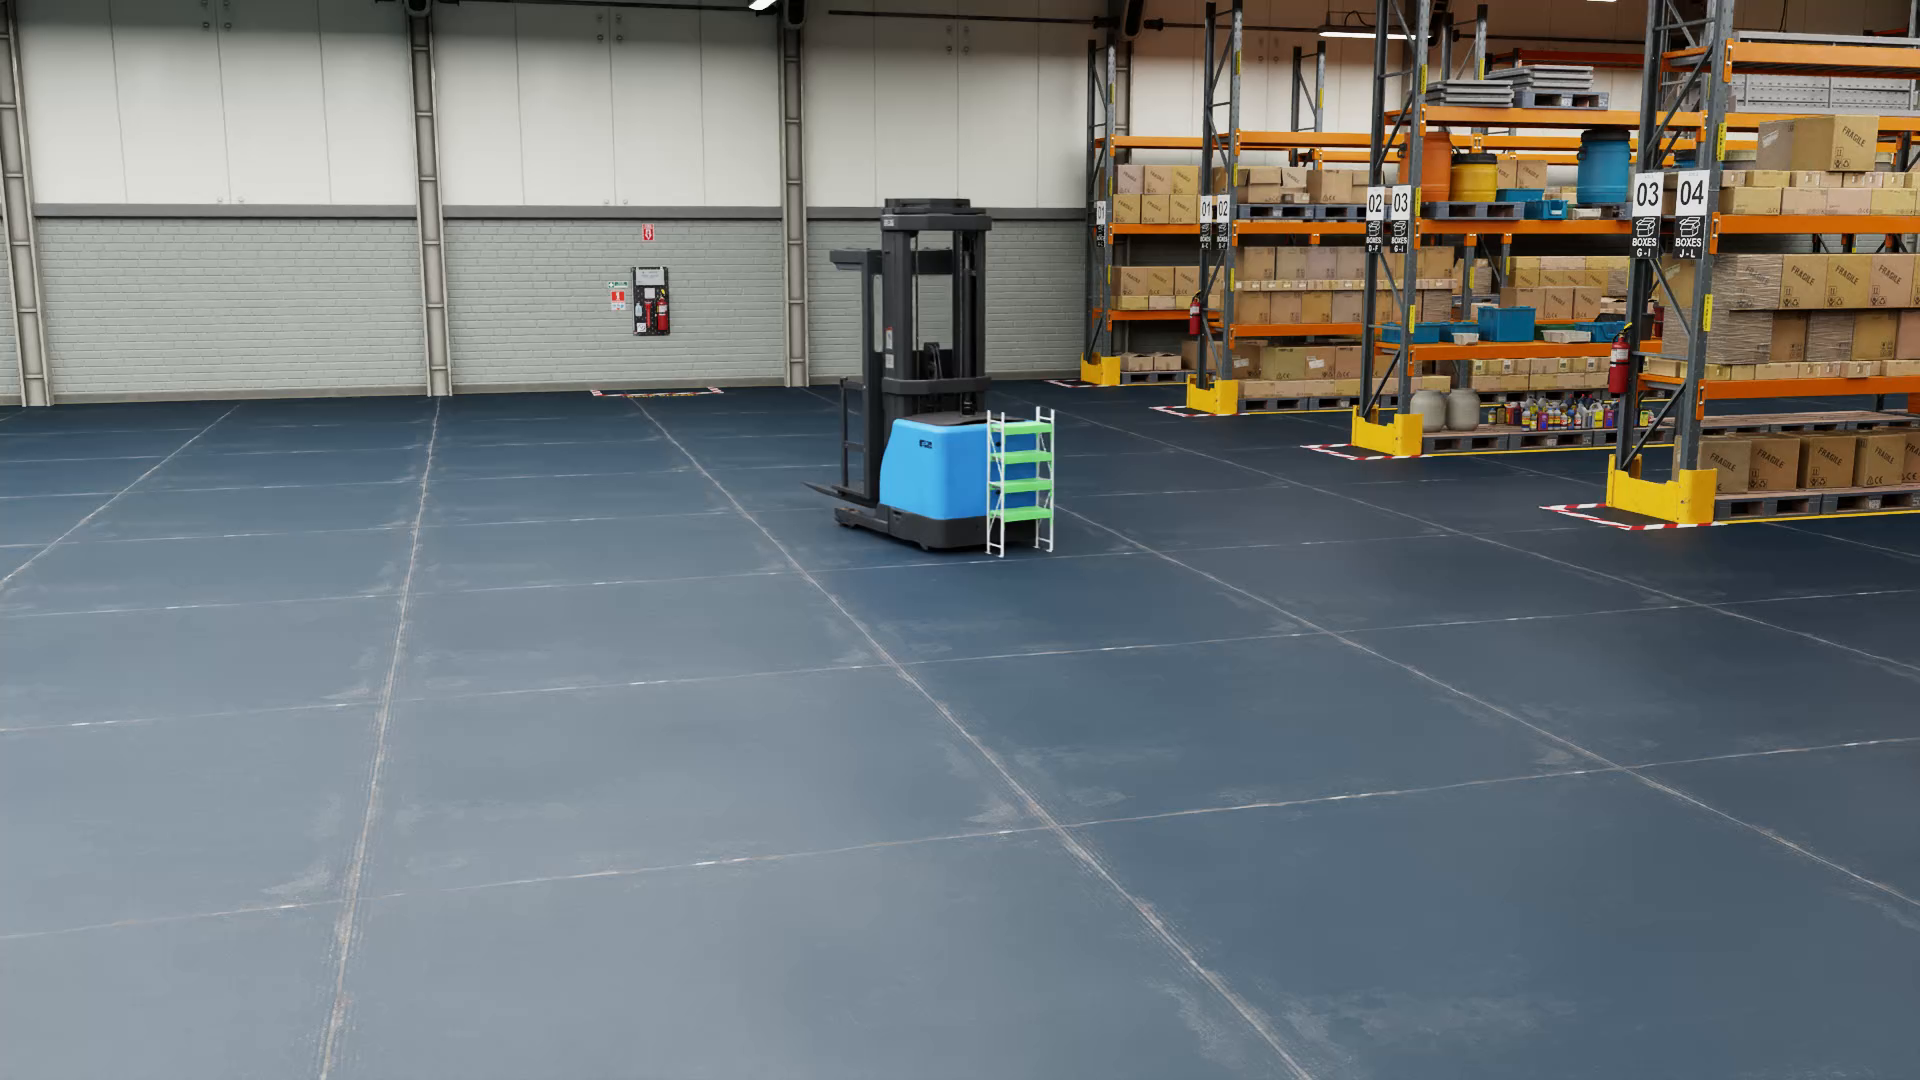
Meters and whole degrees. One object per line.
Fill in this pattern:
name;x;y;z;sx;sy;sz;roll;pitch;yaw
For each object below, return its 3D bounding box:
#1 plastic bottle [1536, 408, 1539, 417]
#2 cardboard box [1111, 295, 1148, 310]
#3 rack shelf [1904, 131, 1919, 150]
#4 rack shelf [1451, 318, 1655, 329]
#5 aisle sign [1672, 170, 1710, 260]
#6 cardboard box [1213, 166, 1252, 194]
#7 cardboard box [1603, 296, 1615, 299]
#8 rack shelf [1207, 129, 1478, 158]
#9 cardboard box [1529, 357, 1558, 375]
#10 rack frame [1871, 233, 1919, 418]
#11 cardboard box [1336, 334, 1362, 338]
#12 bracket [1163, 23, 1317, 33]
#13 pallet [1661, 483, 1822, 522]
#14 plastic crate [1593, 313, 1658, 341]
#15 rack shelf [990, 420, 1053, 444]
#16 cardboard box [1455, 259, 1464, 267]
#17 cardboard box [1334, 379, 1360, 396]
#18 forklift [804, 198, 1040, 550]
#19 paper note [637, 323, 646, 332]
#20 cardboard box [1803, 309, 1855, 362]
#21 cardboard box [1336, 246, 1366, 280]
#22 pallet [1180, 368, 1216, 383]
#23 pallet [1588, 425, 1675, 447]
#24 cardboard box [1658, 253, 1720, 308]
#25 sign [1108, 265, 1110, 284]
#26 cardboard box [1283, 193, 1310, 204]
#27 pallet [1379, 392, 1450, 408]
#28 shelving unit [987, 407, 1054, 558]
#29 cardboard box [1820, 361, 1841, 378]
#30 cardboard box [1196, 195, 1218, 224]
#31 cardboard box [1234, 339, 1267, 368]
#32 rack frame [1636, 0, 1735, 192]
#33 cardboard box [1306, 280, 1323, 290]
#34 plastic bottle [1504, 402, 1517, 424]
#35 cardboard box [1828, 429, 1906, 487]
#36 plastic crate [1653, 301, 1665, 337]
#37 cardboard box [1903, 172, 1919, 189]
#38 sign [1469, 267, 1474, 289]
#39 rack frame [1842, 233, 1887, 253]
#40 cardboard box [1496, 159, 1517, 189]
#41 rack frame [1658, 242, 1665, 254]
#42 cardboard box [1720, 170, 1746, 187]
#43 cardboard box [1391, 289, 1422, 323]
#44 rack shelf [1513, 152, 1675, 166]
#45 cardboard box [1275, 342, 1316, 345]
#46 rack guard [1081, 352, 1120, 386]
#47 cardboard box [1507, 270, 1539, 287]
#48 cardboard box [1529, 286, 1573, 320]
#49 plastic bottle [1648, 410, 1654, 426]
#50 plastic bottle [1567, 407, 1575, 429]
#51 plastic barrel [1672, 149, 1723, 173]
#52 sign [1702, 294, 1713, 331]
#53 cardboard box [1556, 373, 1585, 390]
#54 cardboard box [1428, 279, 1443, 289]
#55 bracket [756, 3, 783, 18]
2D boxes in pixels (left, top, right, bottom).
plastic bottle;7.478;-1.599;21.462;0.097;0.201;0.097;0;10;0
cardboard box;3.009;-4.212;29.502;0.500;0.250;0.500;-3;11;-18
rack shelf;14.823;-5.491;22.608;4.000;0.370;1.077;-3;11;-16
rack shelf;9.601;-3.396;26.694;4.000;0.370;1.077;-3;11;-16
aisle sign;6.630;-2.947;15.088;0.004;0.787;0.394;-3;11;-16
cardboard box;4.866;-6.405;29.675;0.500;0.500;0.500;-3;11;-18
cardboard box;12.496;-4.677;32.307;0.250;0.149;0.380;-3;11;-18
rack shelf;5.760;-5.947;25.087;4.000;0.370;1.077;-3;11;-16
cardboard box;9.126;-2.807;26.393;0.500;0.311;0.500;-3;11;-18
rack frame;12.902;-2.989;22.500;0.127;3.000;1.000;-3;11;-16
cardboard box;7.417;-3.928;31.216;0.500;0.250;0.500;-3;11;-17
bracket;5.854;-9.303;30.283;4.783;0.066;0.076;-3;11;-16
pallet;7.468;-0.391;16.087;1.213;0.211;1.003;-3;11;-16
plastic crate;8.523;-2.752;21.382;0.504;0.338;0.767;-3;11;-16
rack shelf;0.504;-0.895;13.793;0.480;0.148;0.258;-6;12;-30
cardboard box;9.506;-5.255;31.522;0.250;0.149;0.380;-5;12;-25
cardboard box;5.858;-2.364;25.538;0.500;0.250;0.500;-3;11;-16
forklift;-0.490;-1.579;15.030;1.130;2.935;3.031;-6;12;-30
paper note;-5.451;-3.640;28.469;0.142;0.148;0.016;-3;11;-16
cardboard box;8.080;-2.006;16.060;0.500;0.500;0.875;-3;11;-16
cardboard box;5.811;-4.236;25.410;0.500;0.500;0.700;-3;11;-16
pallet;4.484;-3.035;30.451;1.213;0.211;1.003;-3;11;-16
pallet;8.405;-1.389;21.507;1.213;0.211;1.003;-3;11;-16
cardboard box;7.064;-2.482;15.882;0.500;0.500;0.500;-3;11;-16
sign;2.604;-4.638;29.065;0.005;0.325;0.100;-3;11;-16
cardboard box;5.019;-5.102;24.836;0.250;0.149;0.380;-3;11;-16
pallet;6.905;-2.244;26.152;1.213;0.211;1.003;-3;11;-16
shelving unit;0.504;-0.485;13.869;0.503;1.200;0.258;-6;12;-30
cardboard box;8.144;-1.637;15.850;0.250;0.149;0.380;-3;11;-16
cardboard box;4.374;-5.893;29.657;0.500;0.500;0.500;-2;11;-12
cardboard box;5.307;-3.437;30.619;0.500;0.500;0.500;-4;11;-20
rack frame;6.605;-4.674;15.081;0.127;3.000;1.000;-3;11;-16
cardboard box;5.268;-3.849;25.101;0.250;0.149;0.380;-3;11;-18
plastic bottle;7.112;-1.639;21.470;0.135;0.276;0.152;-3;11;-16
cardboard box;8.929;-0.814;16.430;0.500;0.500;0.500;-4;11;-21
plastic crate;9.441;-2.896;21.817;0.583;0.464;0.402;-3;11;-16
cardboard box;8.951;-3.389;15.700;0.250;0.149;0.380;-2;11;-13
sign;7.837;-4.017;25.469;0.005;0.325;0.100;-3;11;-16
rack frame;15.362;-4.053;28.278;0.127;3.000;1.000;-3;11;-16
cardboard box;8.284;-5.649;25.847;0.500;0.500;0.500;-3;11;-15
rack frame;13.974;-4.914;32.954;0.127;3.000;1.000;-3;11;-16
cardboard box;6.934;-3.295;15.187;0.250;0.149;0.380;-3;11;-16
cardboard box;6.752;-3.646;25.791;0.500;0.500;0.700;-3;11;-17
rack shelf;12.053;-7.213;31.963;4.000;0.370;1.077;-3;11;-16
cardboard box;5.228;-2.801;25.839;0.500;0.500;0.500;-3;11;-16
rack guard;2.525;-3.081;29.903;0.348;0.500;1.175;-3;11;-16
cardboard box;10.671;-4.897;31.709;0.500;0.500;0.500;-3;11;-14
cardboard box;9.409;-3.785;26.548;0.500;0.500;0.500;-3;11;-16
plastic bottle;8.800;-1.555;21.220;0.097;0.201;0.097;0;10;0
plastic bottle;7.669;-1.529;20.889;0.097;0.271;0.097;0;10;0
plastic barrel;9.489;-4.572;21.428;0.708;0.901;0.600;-3;11;-16
sign;6.757;-2.055;15.033;0.005;0.325;0.100;-3;11;-16
cardboard box;9.614;-2.558;26.590;0.500;0.250;0.500;-3;11;-15
cardboard box;7.242;-3.953;25.668;0.250;0.149;0.380;-3;11;-17
bracket;-3.178;-8.827;27.697;0.430;0.232;0.235;-3;11;-16
